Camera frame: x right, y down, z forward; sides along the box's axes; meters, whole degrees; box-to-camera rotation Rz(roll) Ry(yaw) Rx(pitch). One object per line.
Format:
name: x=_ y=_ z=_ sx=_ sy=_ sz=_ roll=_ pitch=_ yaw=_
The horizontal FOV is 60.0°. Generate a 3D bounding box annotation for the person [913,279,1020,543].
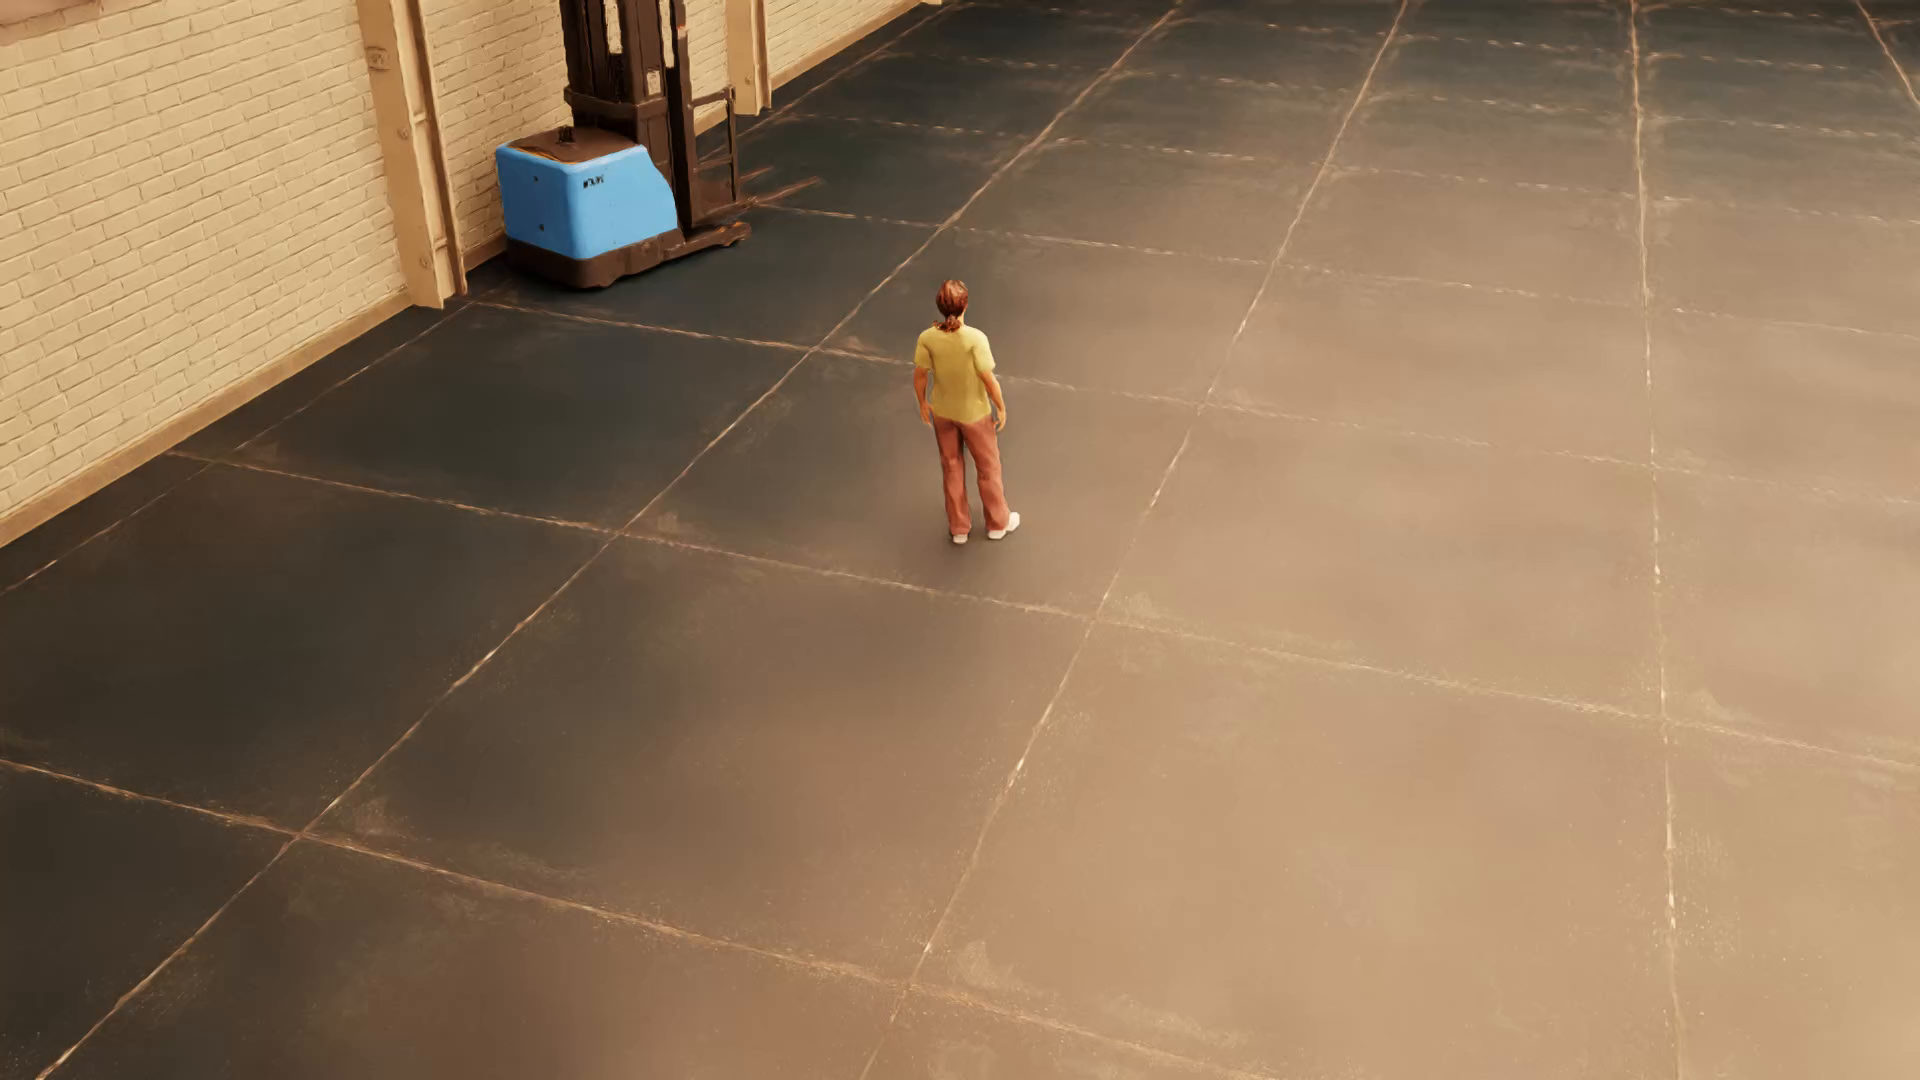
person: x=0.034 y=-0.767 z=9.735 sx=0.554 sy=1.674 sz=0.548 roll=10 pitch=31 yaw=16

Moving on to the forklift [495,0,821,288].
forklift: x=-2.511 y=-3.991 z=14.138 sx=1.130 sy=2.935 sz=3.031 roll=22 pitch=36 yaw=33
